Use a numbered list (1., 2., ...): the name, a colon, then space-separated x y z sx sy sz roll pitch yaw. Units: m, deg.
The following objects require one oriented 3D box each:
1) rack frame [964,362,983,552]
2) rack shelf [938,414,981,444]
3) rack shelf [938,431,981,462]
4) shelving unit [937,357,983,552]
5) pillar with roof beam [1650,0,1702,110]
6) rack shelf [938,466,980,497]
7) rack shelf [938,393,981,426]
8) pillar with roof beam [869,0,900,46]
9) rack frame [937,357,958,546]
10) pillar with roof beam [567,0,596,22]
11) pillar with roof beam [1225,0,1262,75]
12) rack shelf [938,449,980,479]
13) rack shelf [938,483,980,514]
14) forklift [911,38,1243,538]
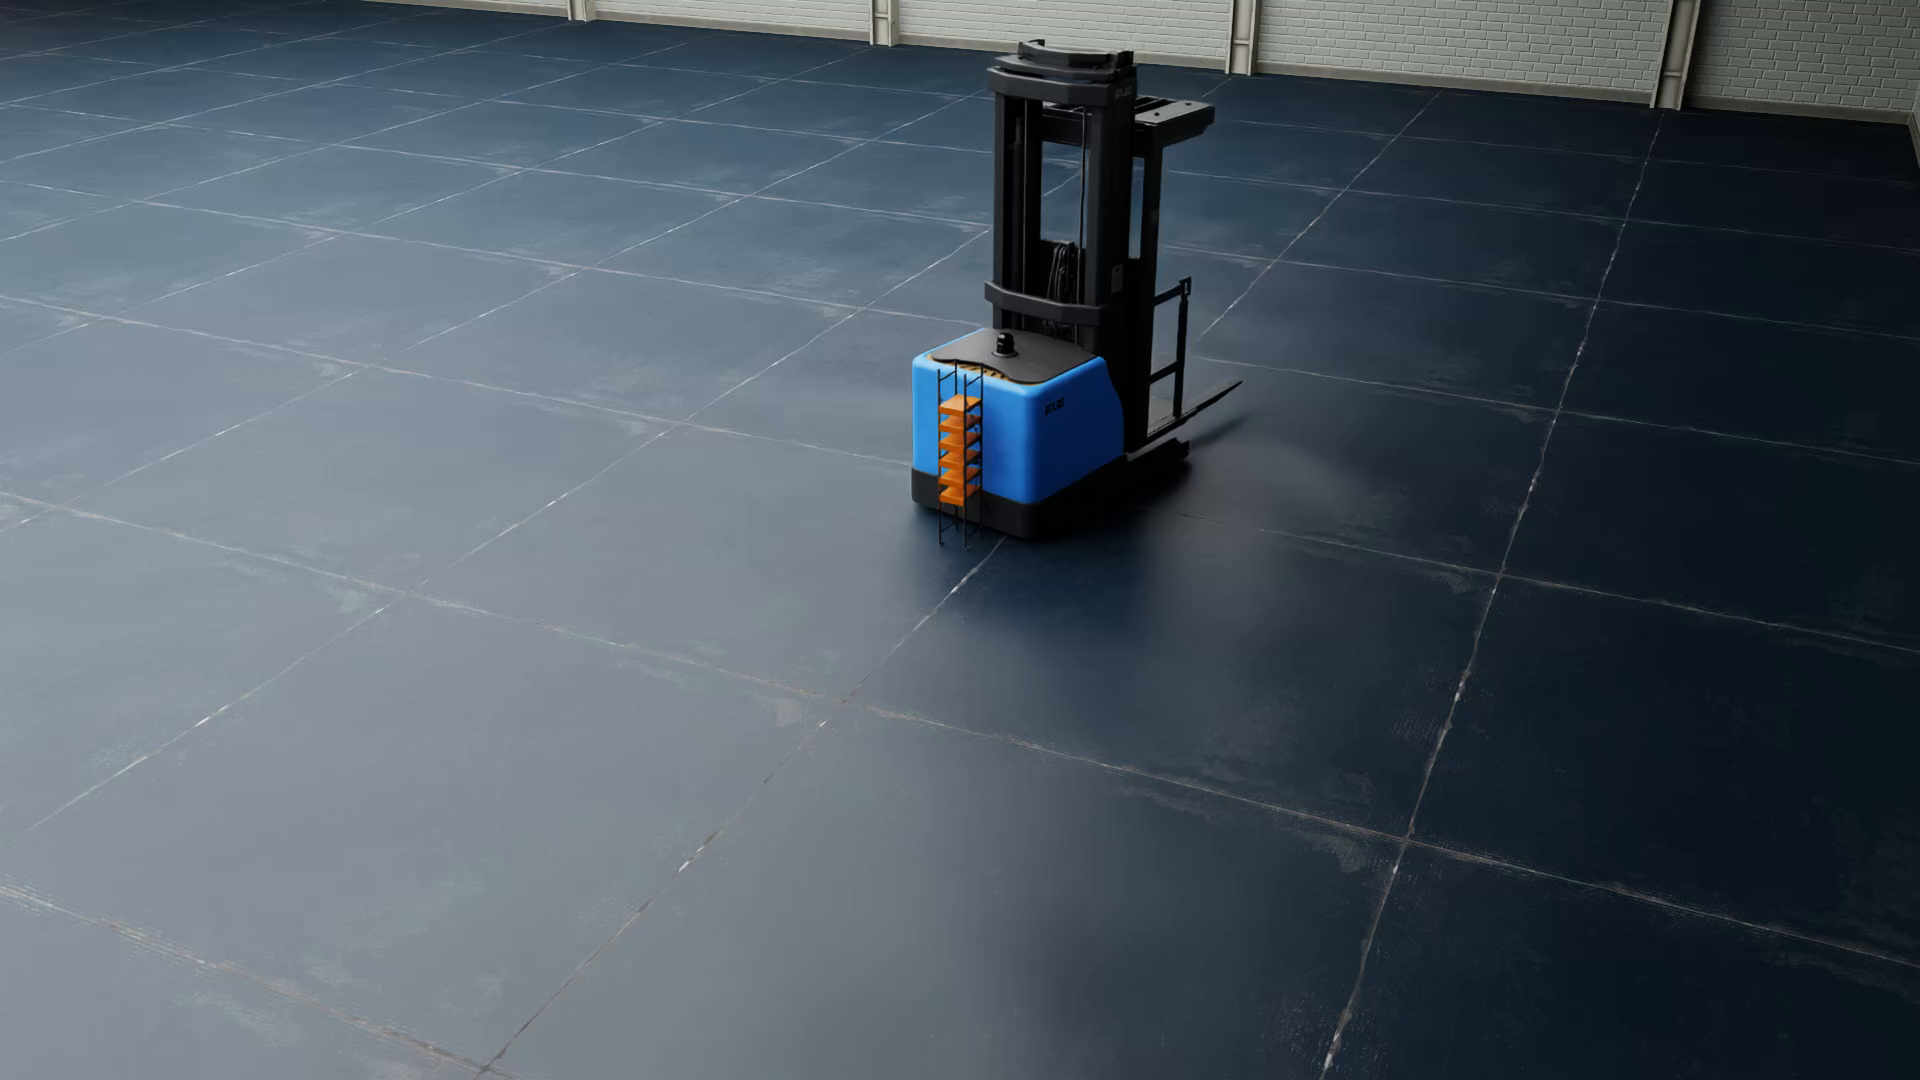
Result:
1. rack frame: 0.084 -0.511 10.429 0.006 1.200 0.240 14 29 26
2. rack shelf: 0.003 -0.706 10.382 0.180 0.103 0.258 14 29 26
3. rack shelf: 0.003 -0.598 10.435 0.180 0.103 0.258 14 29 26
4. shelving unit: 0.004 -0.530 10.468 0.189 1.200 0.258 14 29 26
5. pillar with roof beam: 7.909 -8.253 17.325 0.400 9.000 9.100 11 28 22
6. rack shelf: 0.004 -0.383 10.541 0.180 0.103 0.258 14 29 26
7. rack shelf: 0.003 -0.813 10.329 0.180 0.103 0.258 14 29 26
8. pillar with roof beam: -3.015 -10.447 21.781 0.400 9.000 9.100 11 28 22
9. rack frame: -0.077 -0.550 10.508 0.006 1.200 0.240 14 29 26
10. pillar with roof beam: -8.476 -11.544 24.010 0.400 9.000 9.100 11 28 22
11. pillar with roof beam: 2.447 -9.350 19.553 0.400 9.000 9.100 11 28 22
12. rack shelf: 0.004 -0.490 10.488 0.180 0.103 0.258 14 29 26
13. rack shelf: 0.004 -0.275 10.594 0.180 0.103 0.258 14 29 26
14. forklift: 0.977 -1.910 11.311 1.130 2.935 3.031 19 32 33
